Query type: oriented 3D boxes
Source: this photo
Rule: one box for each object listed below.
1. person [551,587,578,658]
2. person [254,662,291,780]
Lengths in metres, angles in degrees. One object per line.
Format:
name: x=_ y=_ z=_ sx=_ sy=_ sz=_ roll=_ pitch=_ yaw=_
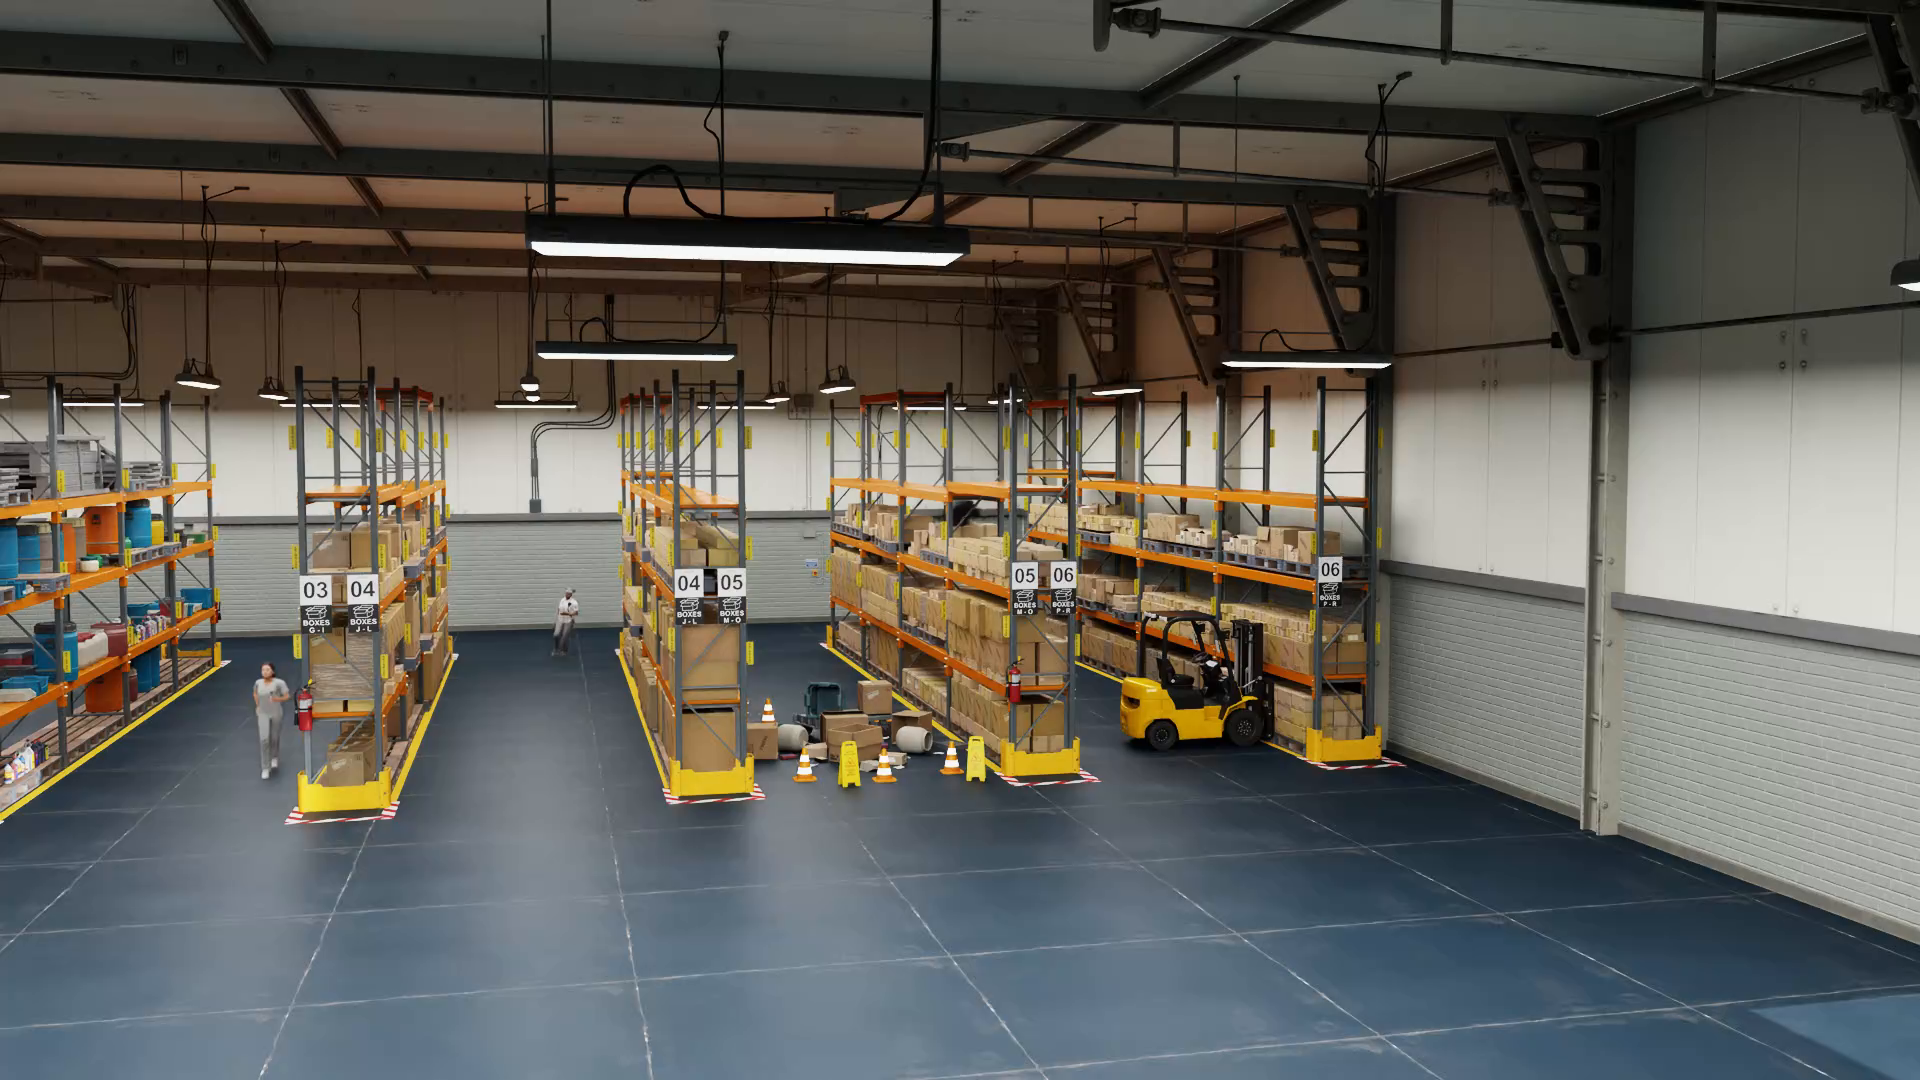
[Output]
person: x=-9.096 y=1.888 z=38.368 sx=0.635 sy=1.623 sz=0.671 roll=0 pitch=3 yaw=7
person: x=-10.336 y=2.674 z=24.983 sx=0.549 sy=1.703 sz=0.874 roll=-1 pitch=4 yaw=-15
